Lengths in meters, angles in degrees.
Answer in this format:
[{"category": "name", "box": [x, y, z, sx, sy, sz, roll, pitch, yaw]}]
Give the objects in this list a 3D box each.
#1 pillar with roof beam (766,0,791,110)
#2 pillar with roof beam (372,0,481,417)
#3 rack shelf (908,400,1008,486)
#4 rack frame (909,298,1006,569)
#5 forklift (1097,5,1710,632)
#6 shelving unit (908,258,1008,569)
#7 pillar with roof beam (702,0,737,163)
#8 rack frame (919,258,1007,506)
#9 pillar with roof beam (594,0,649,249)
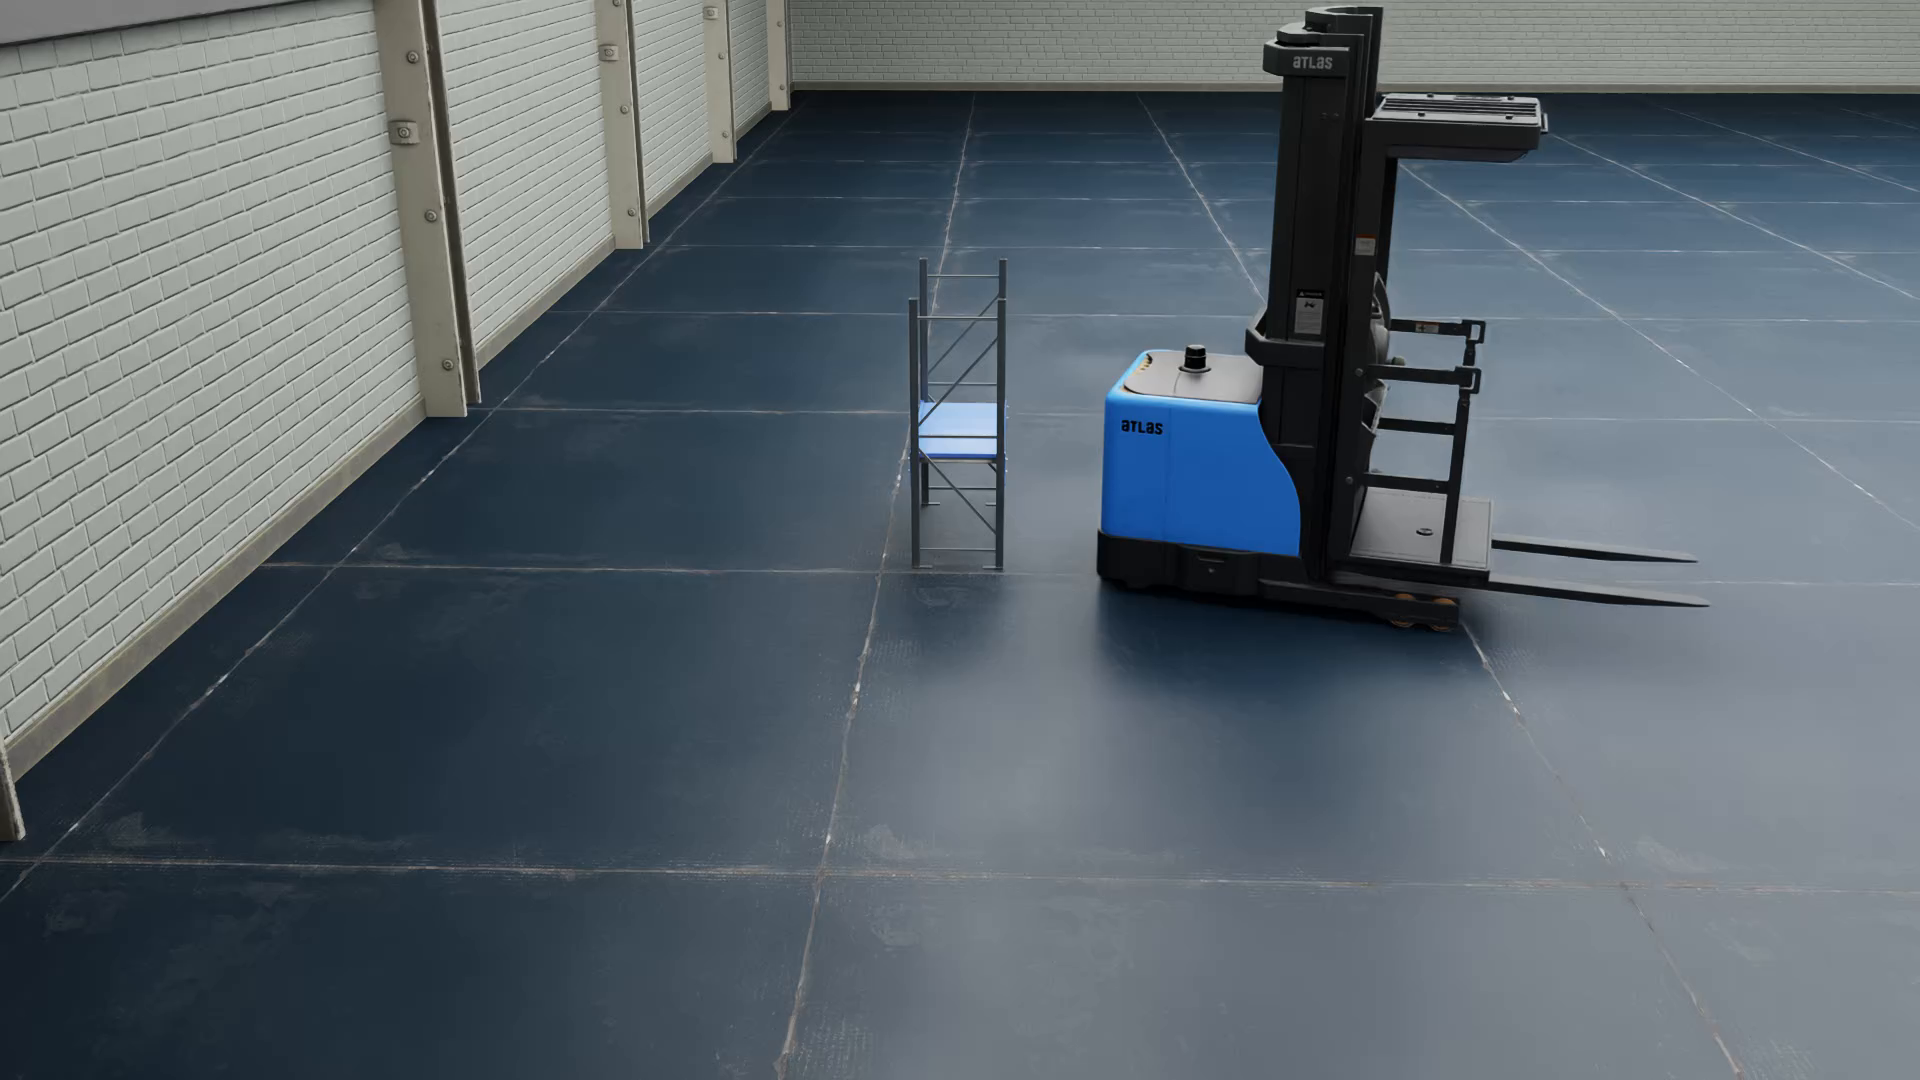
[{"category": "pillar with roof beam", "box": [1.197, -11.600, 26.986, 9.100, 9.000, 0.400, 1, 21, 2]}, {"category": "pillar with roof beam", "box": [0.649, -5.092, 10.213, 9.100, 9.000, 0.400, 1, 21, 2]}, {"category": "rack shelf", "box": [0.003, -0.562, 9.402, 0.538, 0.185, 1.000, 1, 21, 2]}, {"category": "rack frame", "box": [-0.013, -0.546, 8.863, 0.500, 1.500, 0.032, 1, 21, 2]}, {"category": "forklift", "box": [2.307, -1.120, 8.365, 3.031, 2.935, 1.130, 7, 22, 16]}, {"category": "shelving unit", "box": [0.003, -0.730, 9.337, 0.538, 1.500, 1.048, 1, 21, 2]}, {"category": "pillar with roof beam", "box": [1.014, -9.431, 21.395, 9.100, 9.000, 0.400, 1, 21, 2]}, {"category": "rack frame", "box": [0.018, -0.914, 9.811, 0.500, 1.500, 0.032, 1, 21, 2]}, {"category": "pillar with roof beam", "box": [0.832, -7.262, 15.804, 9.100, 9.000, 0.400, 1, 21, 2]}]
